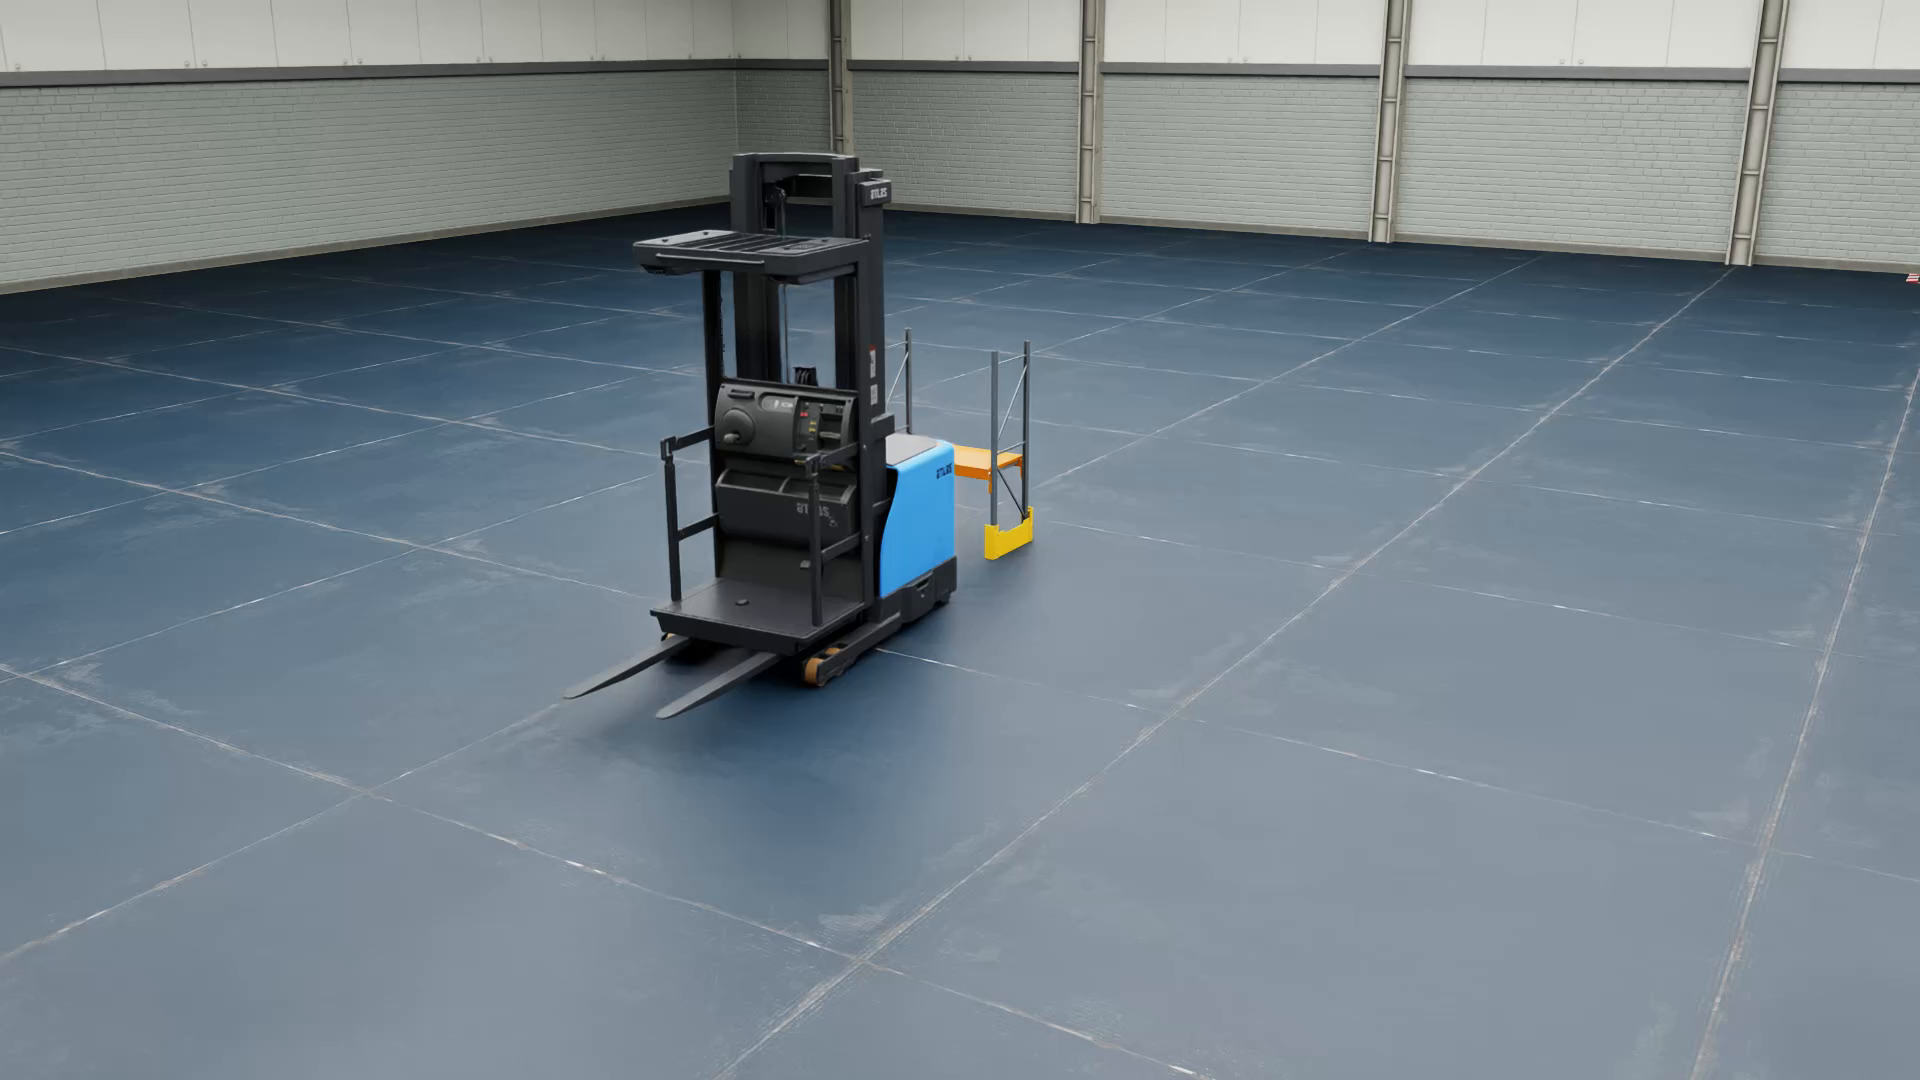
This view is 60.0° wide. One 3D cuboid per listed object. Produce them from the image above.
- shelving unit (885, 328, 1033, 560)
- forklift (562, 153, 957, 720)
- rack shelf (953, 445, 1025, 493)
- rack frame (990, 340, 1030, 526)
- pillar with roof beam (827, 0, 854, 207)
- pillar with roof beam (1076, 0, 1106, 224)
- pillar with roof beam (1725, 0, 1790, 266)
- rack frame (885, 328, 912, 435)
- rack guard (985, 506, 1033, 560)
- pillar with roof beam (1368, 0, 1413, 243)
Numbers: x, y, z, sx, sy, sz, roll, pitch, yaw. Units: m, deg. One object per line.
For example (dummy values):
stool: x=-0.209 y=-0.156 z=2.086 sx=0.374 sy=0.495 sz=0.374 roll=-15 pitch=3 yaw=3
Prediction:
shelving unit: x=-0.065 y=-0.729 z=12.201 sx=1.083 sy=1.500 sz=0.587 roll=10 pitch=20 yaw=30
forklift: x=-1.139 y=-0.703 z=9.651 sx=1.130 sy=2.935 sz=3.031 roll=8 pitch=19 yaw=26
rack shelf: x=-0.073 y=-0.558 z=12.258 sx=1.000 sy=0.185 sz=0.538 roll=10 pitch=20 yaw=30
rack frame: x=0.360 y=-0.653 z=11.951 sx=0.032 sy=1.500 sz=0.500 roll=10 pitch=20 yaw=30
pillar with roof beam: x=-4.804 y=-10.505 z=31.481 sx=0.400 sy=9.000 sz=9.100 roll=10 pitch=20 yaw=30
pillar with roof beam: x=0.309 y=-9.592 z=28.477 sx=0.400 sy=9.000 sz=9.100 roll=10 pitch=20 yaw=30
pillar with roof beam: x=10.534 y=-7.767 z=22.468 sx=0.400 sy=9.000 sz=9.100 roll=10 pitch=20 yaw=30
rack frame: x=-0.506 y=-0.808 z=12.461 sx=0.032 sy=1.500 sz=0.500 roll=10 pitch=20 yaw=30
rack guard: x=0.359 y=-0.055 z=12.134 sx=0.087 sy=0.250 sz=0.587 roll=10 pitch=20 yaw=30
pillar with roof beam: x=5.422 y=-8.679 z=25.472 sx=0.400 sy=9.000 sz=9.100 roll=10 pitch=20 yaw=30
